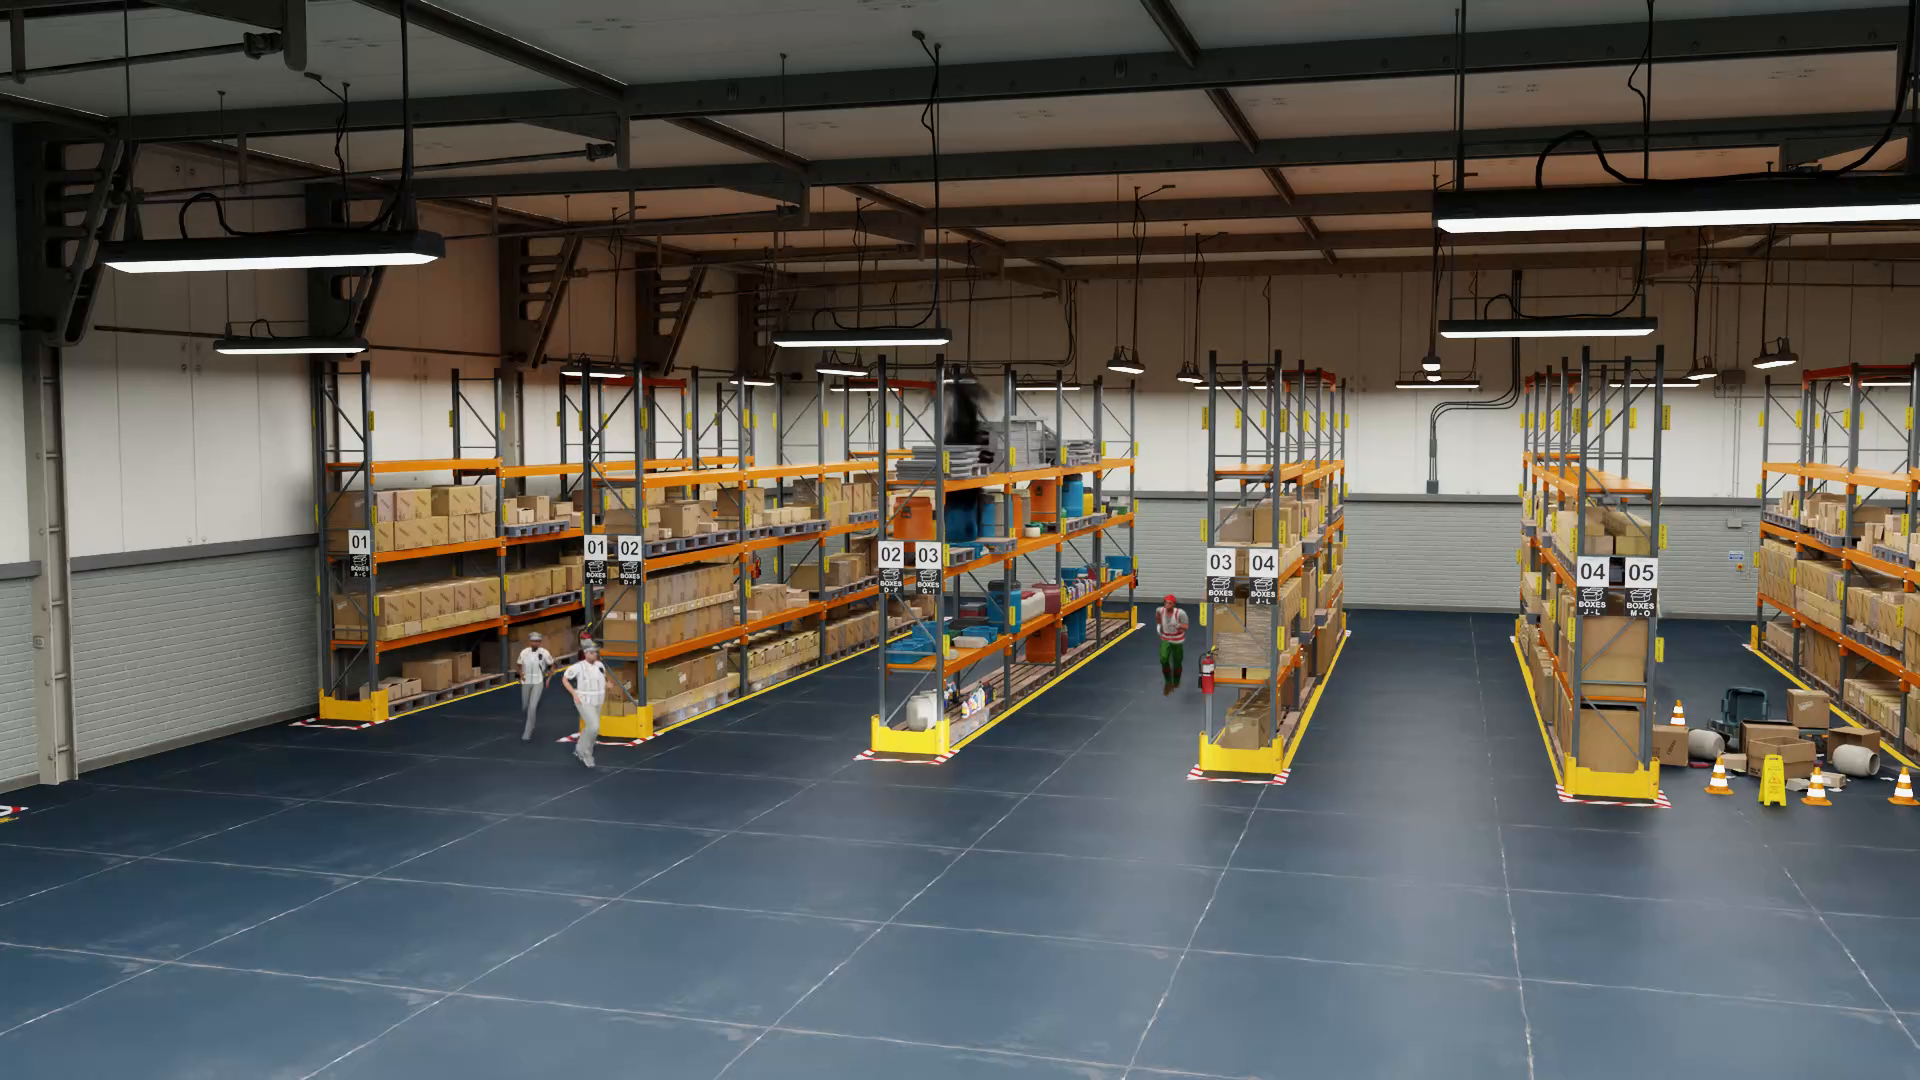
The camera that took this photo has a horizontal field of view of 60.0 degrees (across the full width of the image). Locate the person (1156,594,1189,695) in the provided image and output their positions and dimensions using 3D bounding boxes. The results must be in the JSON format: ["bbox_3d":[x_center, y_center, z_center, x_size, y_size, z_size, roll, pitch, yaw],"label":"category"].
[{"bbox_3d":[3.706,1.820,29.100,0.644,1.783,0.915,1,4,18],"label":"person"}]

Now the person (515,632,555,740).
[{"bbox_3d":[-6.774,2.294,26.517,0.616,1.683,0.803,0,4,-3],"label":"person"}]

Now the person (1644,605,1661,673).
[{"bbox_3d":[13.618,1.770,33.154,0.648,1.742,0.605,1,4,11],"label":"person"}]

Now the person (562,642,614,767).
[{"bbox_3d":[-5.386,2.403,24.260,0.763,1.836,0.636,3,5,33],"label":"person"}]
